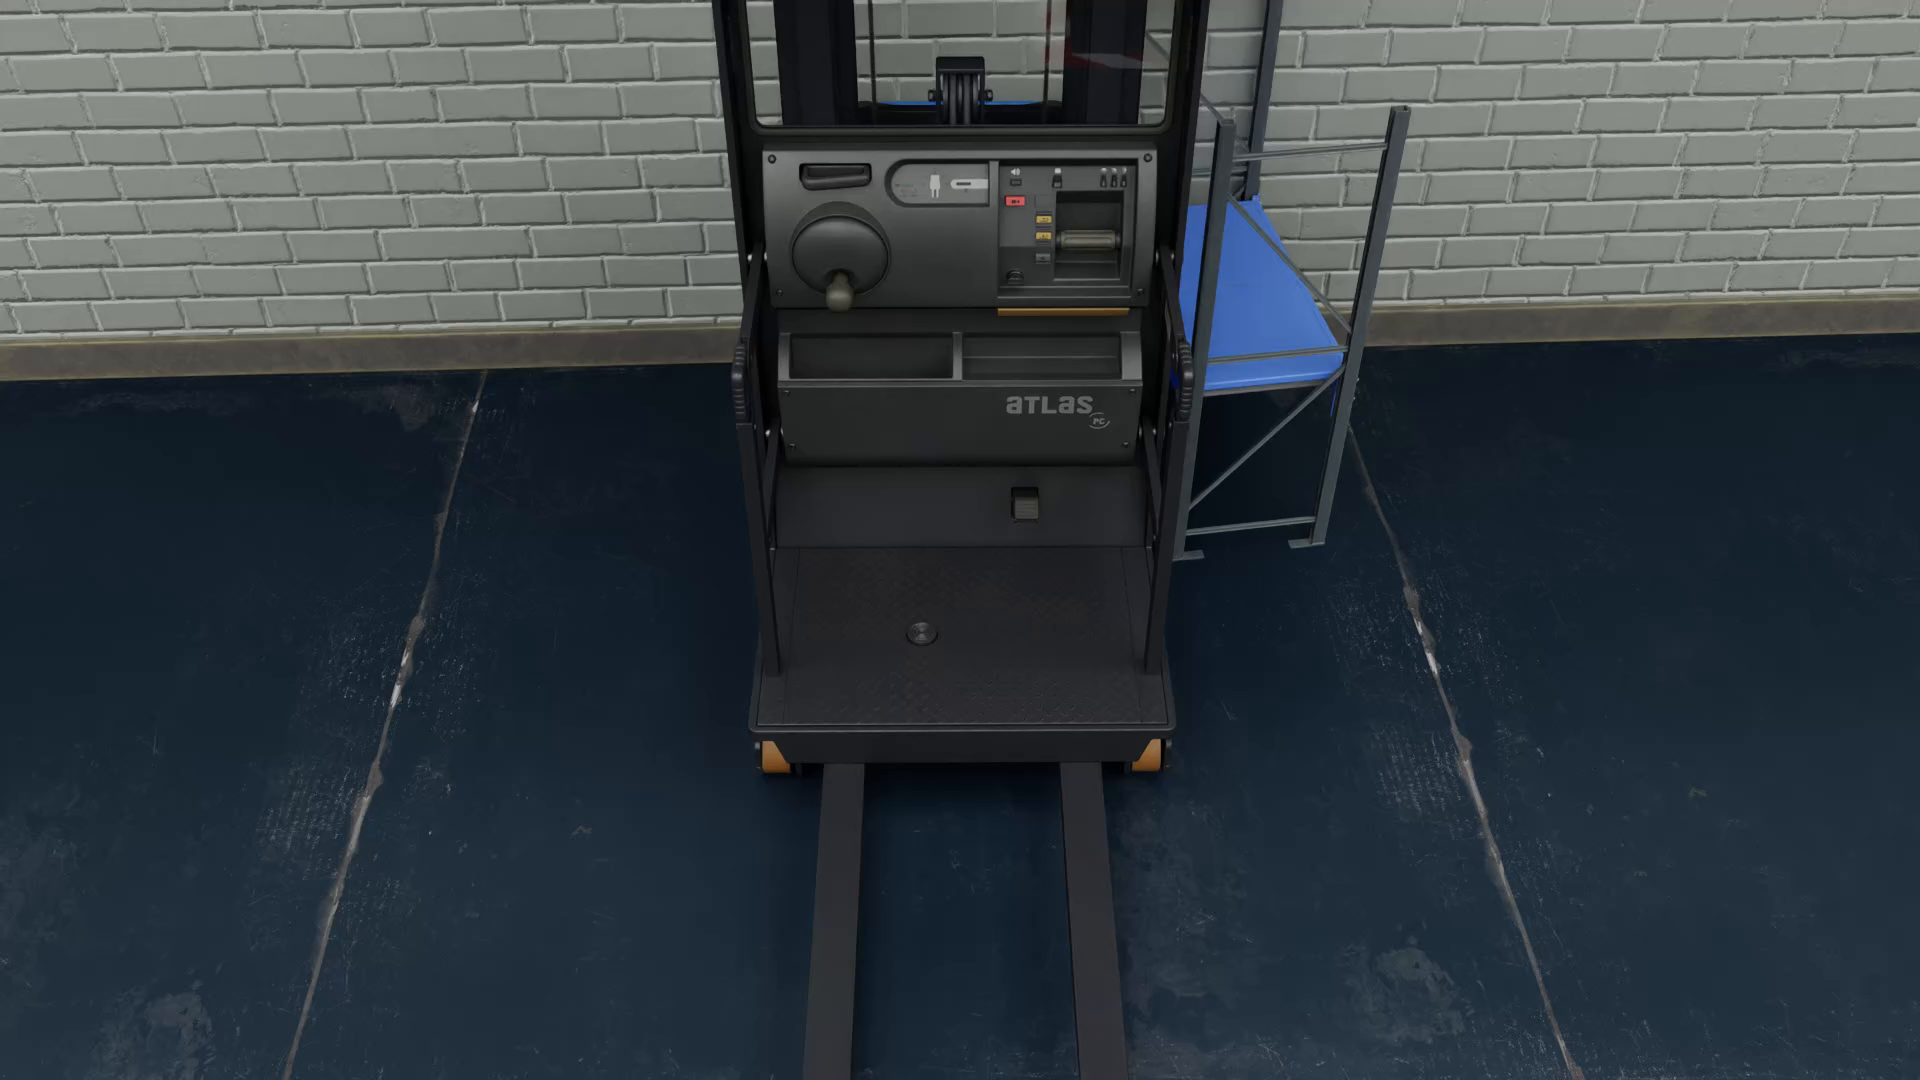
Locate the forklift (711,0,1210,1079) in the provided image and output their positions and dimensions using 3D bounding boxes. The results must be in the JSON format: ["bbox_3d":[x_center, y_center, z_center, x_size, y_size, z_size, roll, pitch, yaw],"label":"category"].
[{"bbox_3d":[0.004,-0.658,3.798,1.130,2.935,3.031,0,43,0],"label":"forklift"}]

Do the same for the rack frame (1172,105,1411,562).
[{"bbox_3d":[0.896,-0.521,4.708,0.500,1.500,0.032,-6,43,-7],"label":"rack frame"}]

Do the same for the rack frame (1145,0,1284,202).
[{"bbox_3d":[0.738,-1.199,5.448,0.500,1.500,0.032,-6,43,-7],"label":"rack frame"}]

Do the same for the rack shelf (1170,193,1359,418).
[{"bbox_3d":[0.817,-0.727,5.200,0.538,0.185,1.000,-6,43,-7],"label":"rack shelf"}]

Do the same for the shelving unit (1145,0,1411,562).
[{"bbox_3d":[0.817,-0.860,5.078,0.538,1.500,1.048,-6,43,-7],"label":"shelving unit"}]
